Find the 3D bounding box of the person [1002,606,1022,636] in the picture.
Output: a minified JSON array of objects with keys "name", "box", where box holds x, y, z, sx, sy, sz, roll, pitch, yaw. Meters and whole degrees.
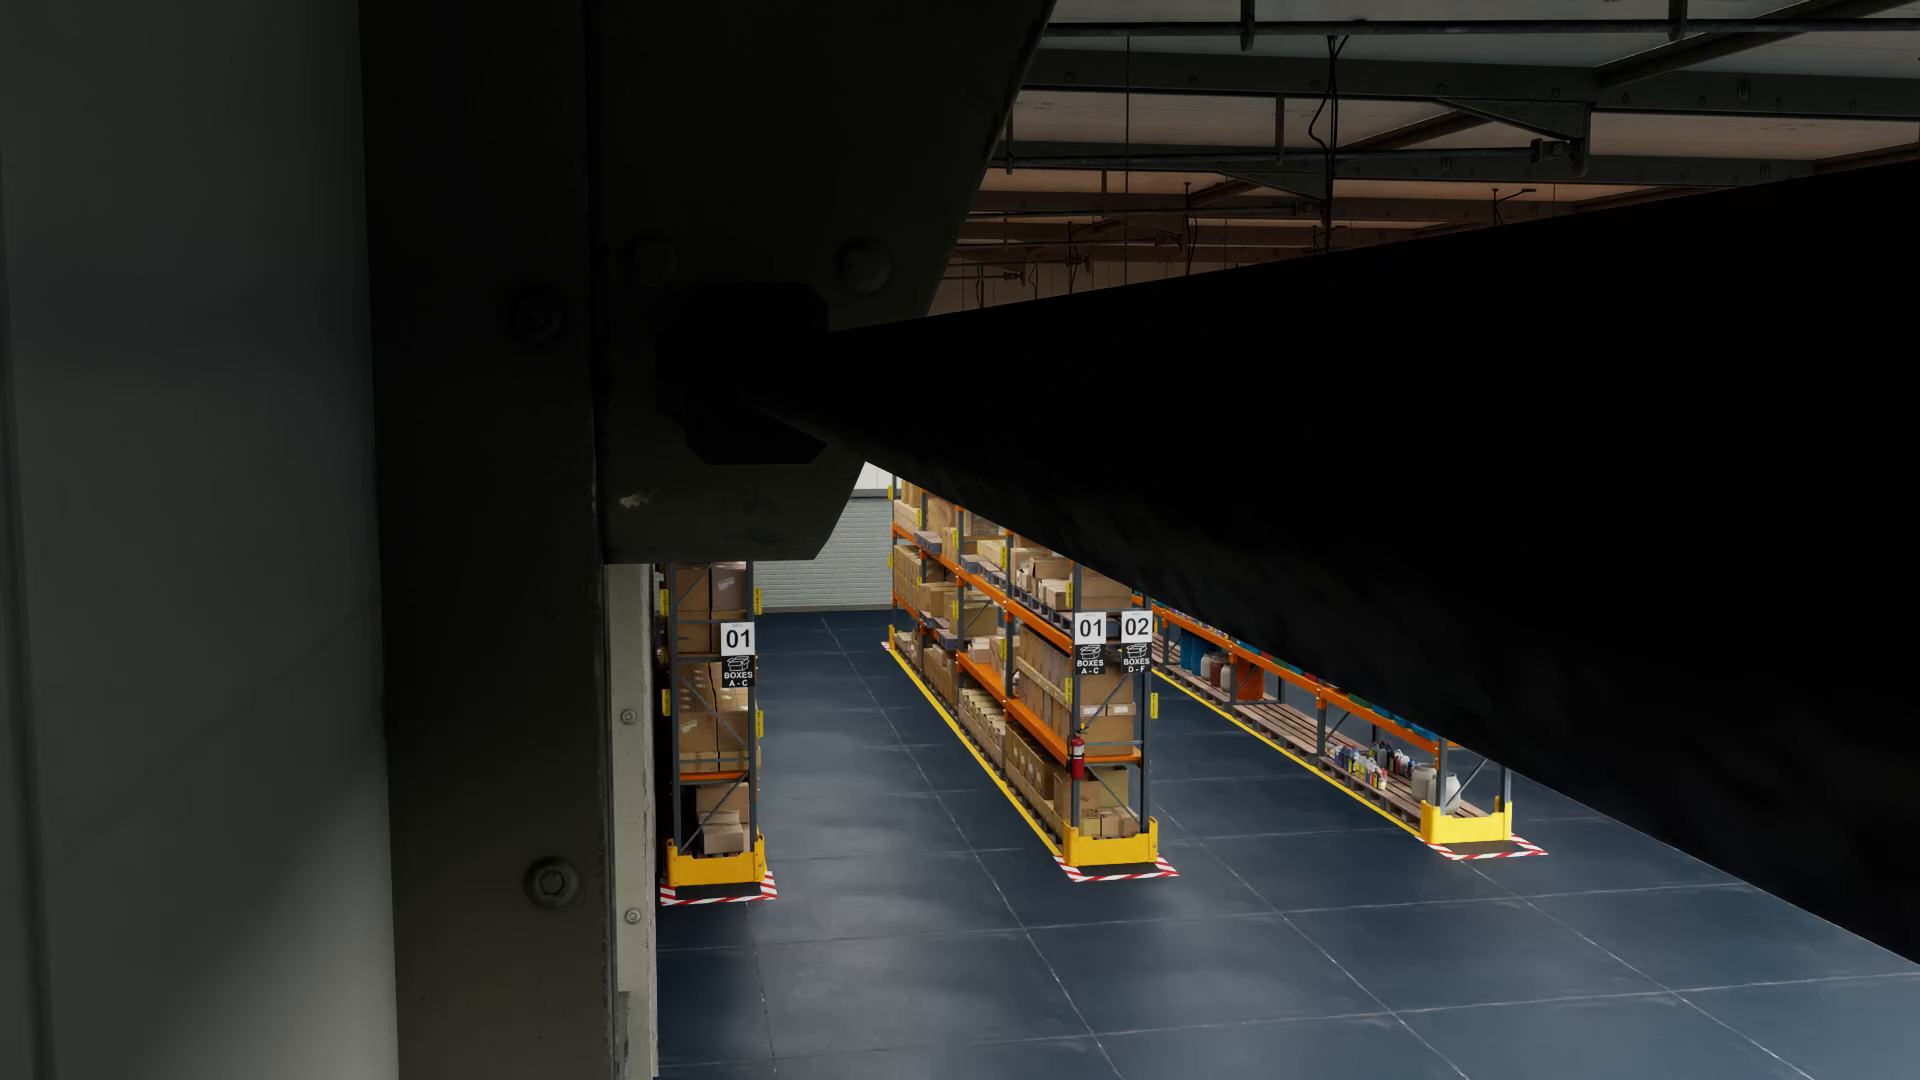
[{"name":"person","box":[1.148,1.539,36.884,0.441,1.716,0.542,-3,7,-23]}]
